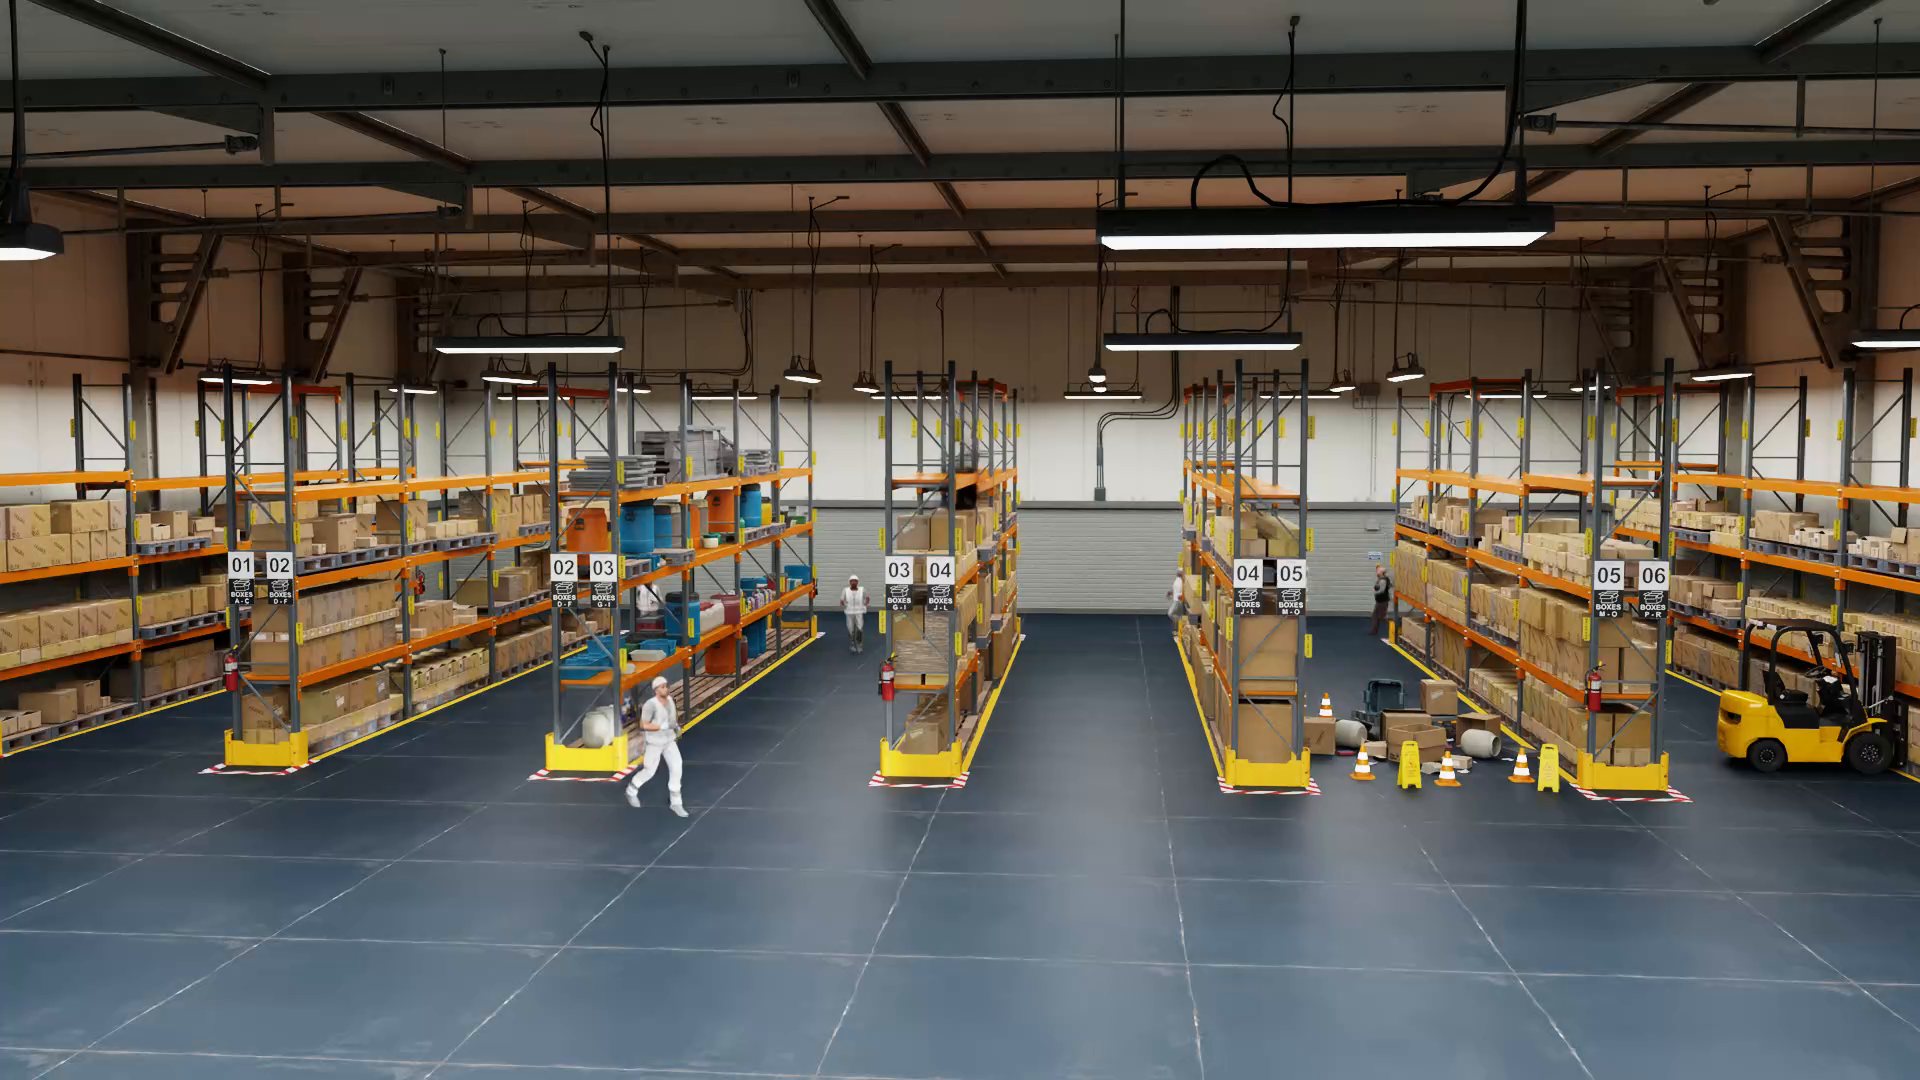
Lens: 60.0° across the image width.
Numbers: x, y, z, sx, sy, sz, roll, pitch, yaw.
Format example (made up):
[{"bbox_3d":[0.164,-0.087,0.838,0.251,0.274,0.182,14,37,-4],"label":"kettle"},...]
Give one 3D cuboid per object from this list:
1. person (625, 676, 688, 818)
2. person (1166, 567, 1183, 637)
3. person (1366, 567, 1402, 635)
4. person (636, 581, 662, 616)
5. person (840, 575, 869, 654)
[{"bbox_3d":[-3.943,2.676,21.723,0.970,1.820,0.675,3,5,39],"label":"person"},{"bbox_3d":[5.302,1.490,40.391,0.552,1.748,0.777,-1,4,-11],"label":"person"},{"bbox_3d":[10.305,1.549,40.443,0.872,1.643,0.689,1,4,18],"label":"person"},{"bbox_3d":[-7.168,1.605,38.211,0.636,1.729,0.642,-1,4,-11],"label":"person"},{"bbox_3d":[-2.359,1.669,37.255,0.645,1.771,0.684,0,4,-2],"label":"person"}]
